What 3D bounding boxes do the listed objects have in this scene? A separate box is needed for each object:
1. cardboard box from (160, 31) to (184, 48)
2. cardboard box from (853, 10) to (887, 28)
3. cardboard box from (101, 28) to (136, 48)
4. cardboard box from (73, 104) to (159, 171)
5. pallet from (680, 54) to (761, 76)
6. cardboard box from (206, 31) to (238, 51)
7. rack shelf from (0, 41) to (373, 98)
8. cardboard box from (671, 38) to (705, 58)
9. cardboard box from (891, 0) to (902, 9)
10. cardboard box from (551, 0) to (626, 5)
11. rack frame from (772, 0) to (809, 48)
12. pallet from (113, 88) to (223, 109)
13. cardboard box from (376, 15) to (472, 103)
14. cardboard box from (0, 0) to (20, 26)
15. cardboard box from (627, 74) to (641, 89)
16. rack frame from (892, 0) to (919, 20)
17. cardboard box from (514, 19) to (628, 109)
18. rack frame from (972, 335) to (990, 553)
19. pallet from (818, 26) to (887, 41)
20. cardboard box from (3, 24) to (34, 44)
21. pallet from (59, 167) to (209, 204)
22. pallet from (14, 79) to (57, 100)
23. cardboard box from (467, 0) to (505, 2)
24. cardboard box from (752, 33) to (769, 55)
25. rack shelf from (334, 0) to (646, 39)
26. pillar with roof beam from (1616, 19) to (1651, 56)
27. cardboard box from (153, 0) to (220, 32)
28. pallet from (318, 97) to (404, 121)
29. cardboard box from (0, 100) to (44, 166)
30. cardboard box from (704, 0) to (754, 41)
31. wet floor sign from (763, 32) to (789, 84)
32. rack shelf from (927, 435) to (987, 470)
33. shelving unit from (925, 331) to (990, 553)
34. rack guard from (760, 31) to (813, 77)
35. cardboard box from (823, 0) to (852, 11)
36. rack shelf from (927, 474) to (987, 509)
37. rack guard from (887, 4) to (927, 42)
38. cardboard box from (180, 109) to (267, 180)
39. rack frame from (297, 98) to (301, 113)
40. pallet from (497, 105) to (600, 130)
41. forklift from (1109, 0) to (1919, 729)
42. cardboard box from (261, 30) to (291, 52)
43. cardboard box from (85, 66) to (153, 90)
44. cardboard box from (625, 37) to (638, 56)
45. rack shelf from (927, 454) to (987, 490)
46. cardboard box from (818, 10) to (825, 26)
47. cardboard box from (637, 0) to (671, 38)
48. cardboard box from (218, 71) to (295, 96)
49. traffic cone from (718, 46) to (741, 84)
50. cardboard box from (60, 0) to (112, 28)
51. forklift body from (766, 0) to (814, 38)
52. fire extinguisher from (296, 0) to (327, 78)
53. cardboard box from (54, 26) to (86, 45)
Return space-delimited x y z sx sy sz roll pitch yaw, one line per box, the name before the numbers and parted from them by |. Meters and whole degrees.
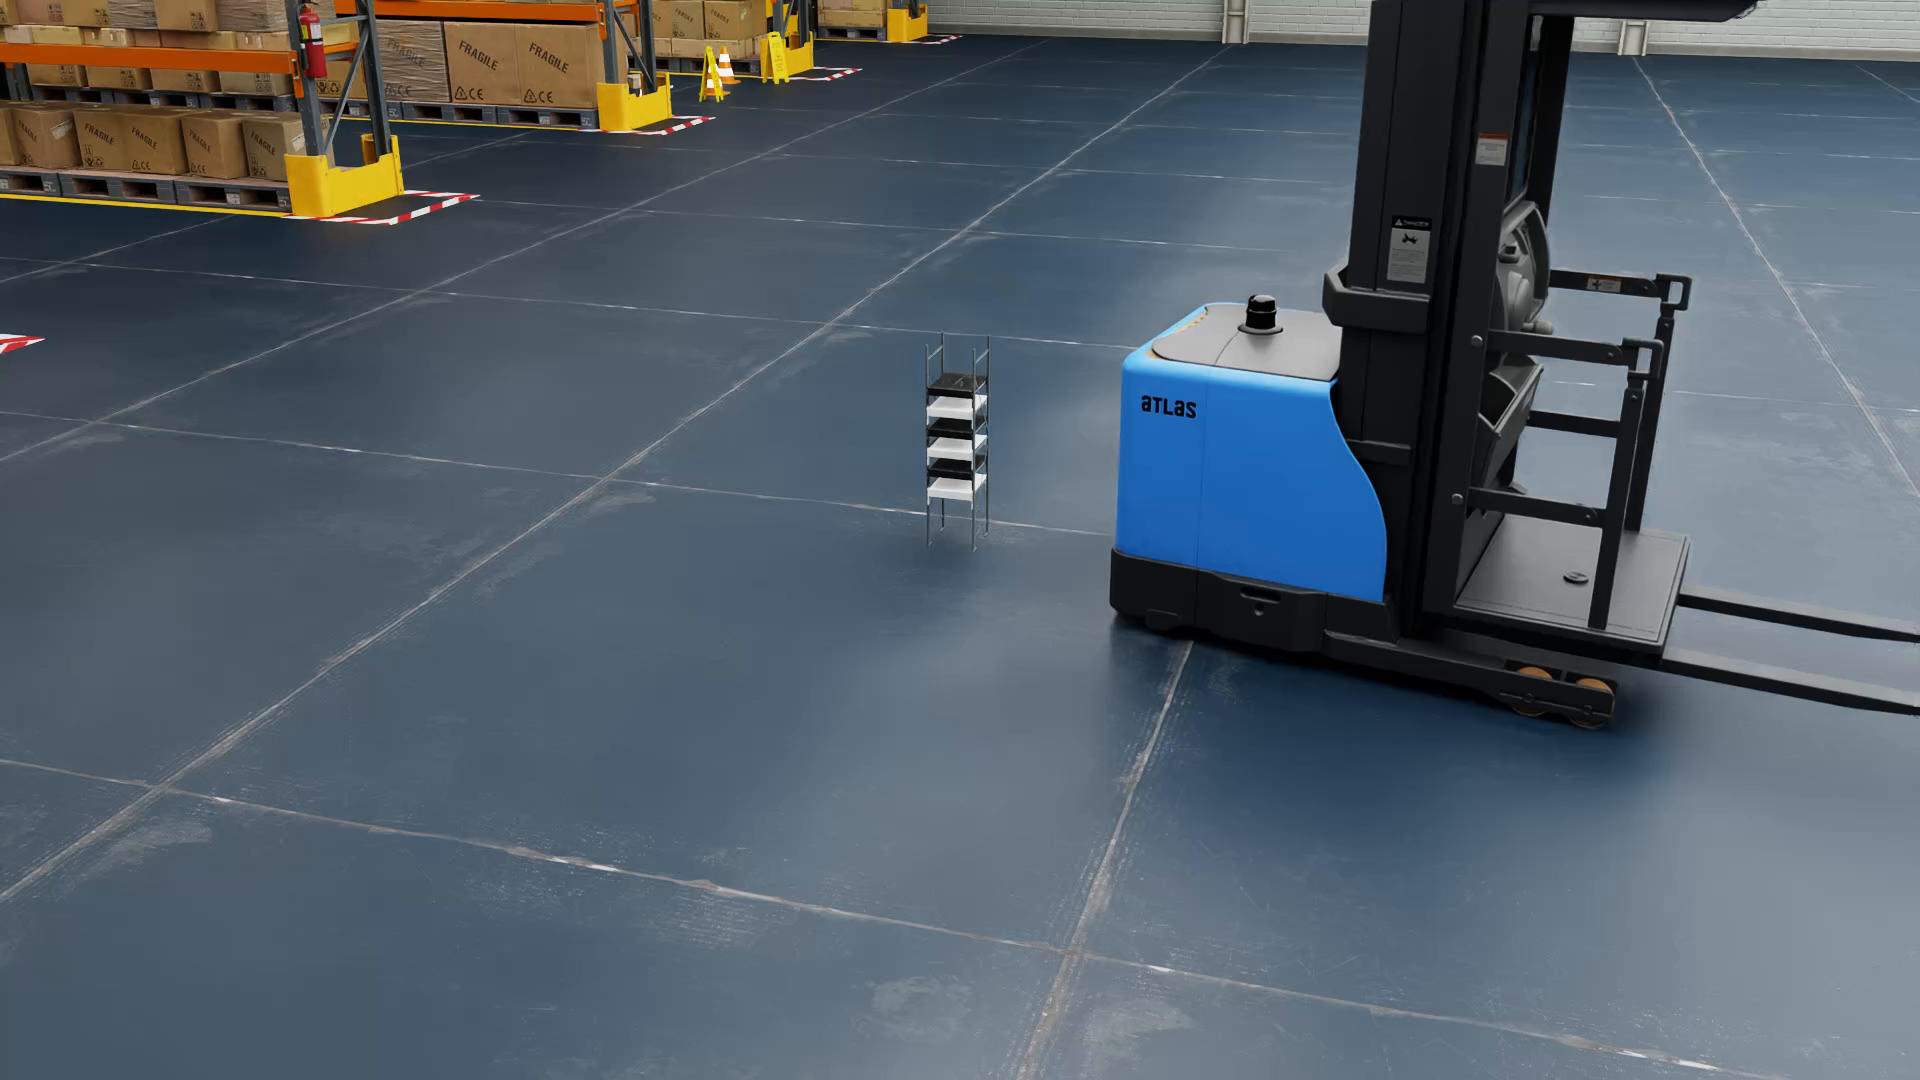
cardboard box | -6.470 -4.229 13.958 0.250 0.149 0.380 7 23 16
cardboard box | -1.430 -8.540 27.207 0.500 0.250 0.500 7 23 16
cardboard box | -6.981 -4.243 13.993 0.250 0.149 0.380 7 23 16
cardboard box | -7.473 -3.595 14.823 0.500 0.500 0.500 4 23 11
pallet | -3.160 -6.698 23.320 1.213 0.211 1.003 7 23 16
cardboard box | -6.008 -4.153 13.774 0.250 0.149 0.380 7 23 16
rack shelf | -7.097 -4.163 14.415 4.000 0.370 1.077 7 23 16
cardboard box | -3.665 -6.850 23.087 0.500 0.250 0.500 7 23 16
cardboard box | -1.279 -8.962 27.576 0.500 0.250 0.500 7 23 16
cardboard box | -4.021 -6.162 18.141 0.550 0.550 0.875 7 23 16
rack frame | -2.319 -7.877 22.522 0.127 3.000 1.000 7 23 16
pallet | -9.414 -5.407 20.172 1.213 0.211 1.003 7 23 16
cardboard box | -6.036 -5.526 19.035 0.875 0.875 0.875 7 23 16
cardboard box | -8.130 -4.760 14.398 0.500 0.500 0.875 7 23 16
cardboard box | -4.157 -5.968 21.624 0.380 0.149 0.250 -20 29 -39
rack frame | -0.889 -9.681 26.919 0.127 3.000 1.000 7 23 16
cardboard box | -4.321 -5.330 18.557 0.875 0.875 0.875 7 23 16
rack frame | 0.090 -0.406 7.074 0.006 0.900 0.240 7 23 16
pallet | -1.633 -8.460 27.616 1.213 0.211 1.003 7 23 16
cardboard box | -7.940 -4.351 14.255 0.250 0.149 0.380 7 23 16
pallet | -7.187 -3.231 14.870 1.213 0.211 1.003 7 23 16
pallet | -12.059 -5.741 20.988 1.213 0.211 1.003 7 23 16
cardboard box | -5.054 -6.321 18.530 0.550 0.550 0.875 7 23 16
cardboard box | -3.012 -6.989 23.425 0.500 0.250 0.500 6 23 15
rack shelf | -5.567 -5.954 18.781 4.000 0.370 1.077 7 23 16
pillar with roof beam | 8.949 -9.981 19.745 0.400 9.000 9.100 7 23 16
cardboard box | -6.214 -4.542 13.867 0.500 0.500 0.875 7 23 16
pallet | -6.777 -5.105 19.436 1.213 0.211 1.003 7 23 15
cardboard box | -8.640 -3.695 15.065 0.500 0.500 0.500 6 23 14
cardboard box | -3.162 -7.140 22.805 0.500 0.500 0.500 7 23 16
wet floor sign | -2.447 -6.379 21.970 0.232 0.644 0.267 16 27 34
rack shelf | -0.008 -0.386 7.114 0.200 0.077 0.258 7 23 15
shelving unit | -0.008 -0.417 7.101 0.210 0.900 0.258 7 23 16
rack guard | -2.392 -6.729 23.017 0.348 0.500 1.175 7 23 16
cardboard box | -1.923 -8.833 27.263 0.500 0.250 0.500 6 23 15
rack shelf | -0.008 -0.220 7.182 0.200 0.077 0.258 7 23 15
rack guard | -0.866 -8.522 27.387 0.348 0.500 1.175 7 23 16
cardboard box | -6.357 -3.442 14.450 0.500 0.500 0.500 13 26 29
rack frame | -7.482 -6.506 19.179 0.127 3.000 1.000 7 23 16
pallet | -4.441 -4.837 18.784 1.213 0.211 1.003 7 23 15
forklift | 2.133 -0.941 5.702 3.031 2.935 1.130 11 25 25
cardboard box | -5.515 -4.117 13.685 0.250 0.149 0.380 7 23 16
cardboard box | -9.917 -5.904 20.123 0.750 0.750 1.050 7 23 16
cardboard box | -4.639 -6.964 23.364 0.500 0.250 0.500 6 23 15
rack shelf | -0.008 -0.303 7.148 0.200 0.077 0.258 7 23 15
cardboard box | -2.380 -8.656 27.490 0.500 0.250 0.500 7 23 16
cardboard box | -4.144 -7.254 23.082 0.500 0.500 0.500 6 23 14
cardboard box | -8.102 -5.695 19.613 0.750 0.750 1.050 6 23 15
traffic cone | -3.104 -6.282 21.976 0.334 0.463 0.336 7 23 16
cardboard box | -7.156 -4.672 14.183 0.500 0.500 0.875 7 23 16
forklift body | -3.232 -8.834 25.971 1.214 2.155 2.313 7 23 16
fire extinguisher | -5.206 -4.061 13.320 0.183 0.674 0.296 7 23 16
cardboard box | -7.453 -4.307 14.148 0.250 0.149 0.380 7 23 16
